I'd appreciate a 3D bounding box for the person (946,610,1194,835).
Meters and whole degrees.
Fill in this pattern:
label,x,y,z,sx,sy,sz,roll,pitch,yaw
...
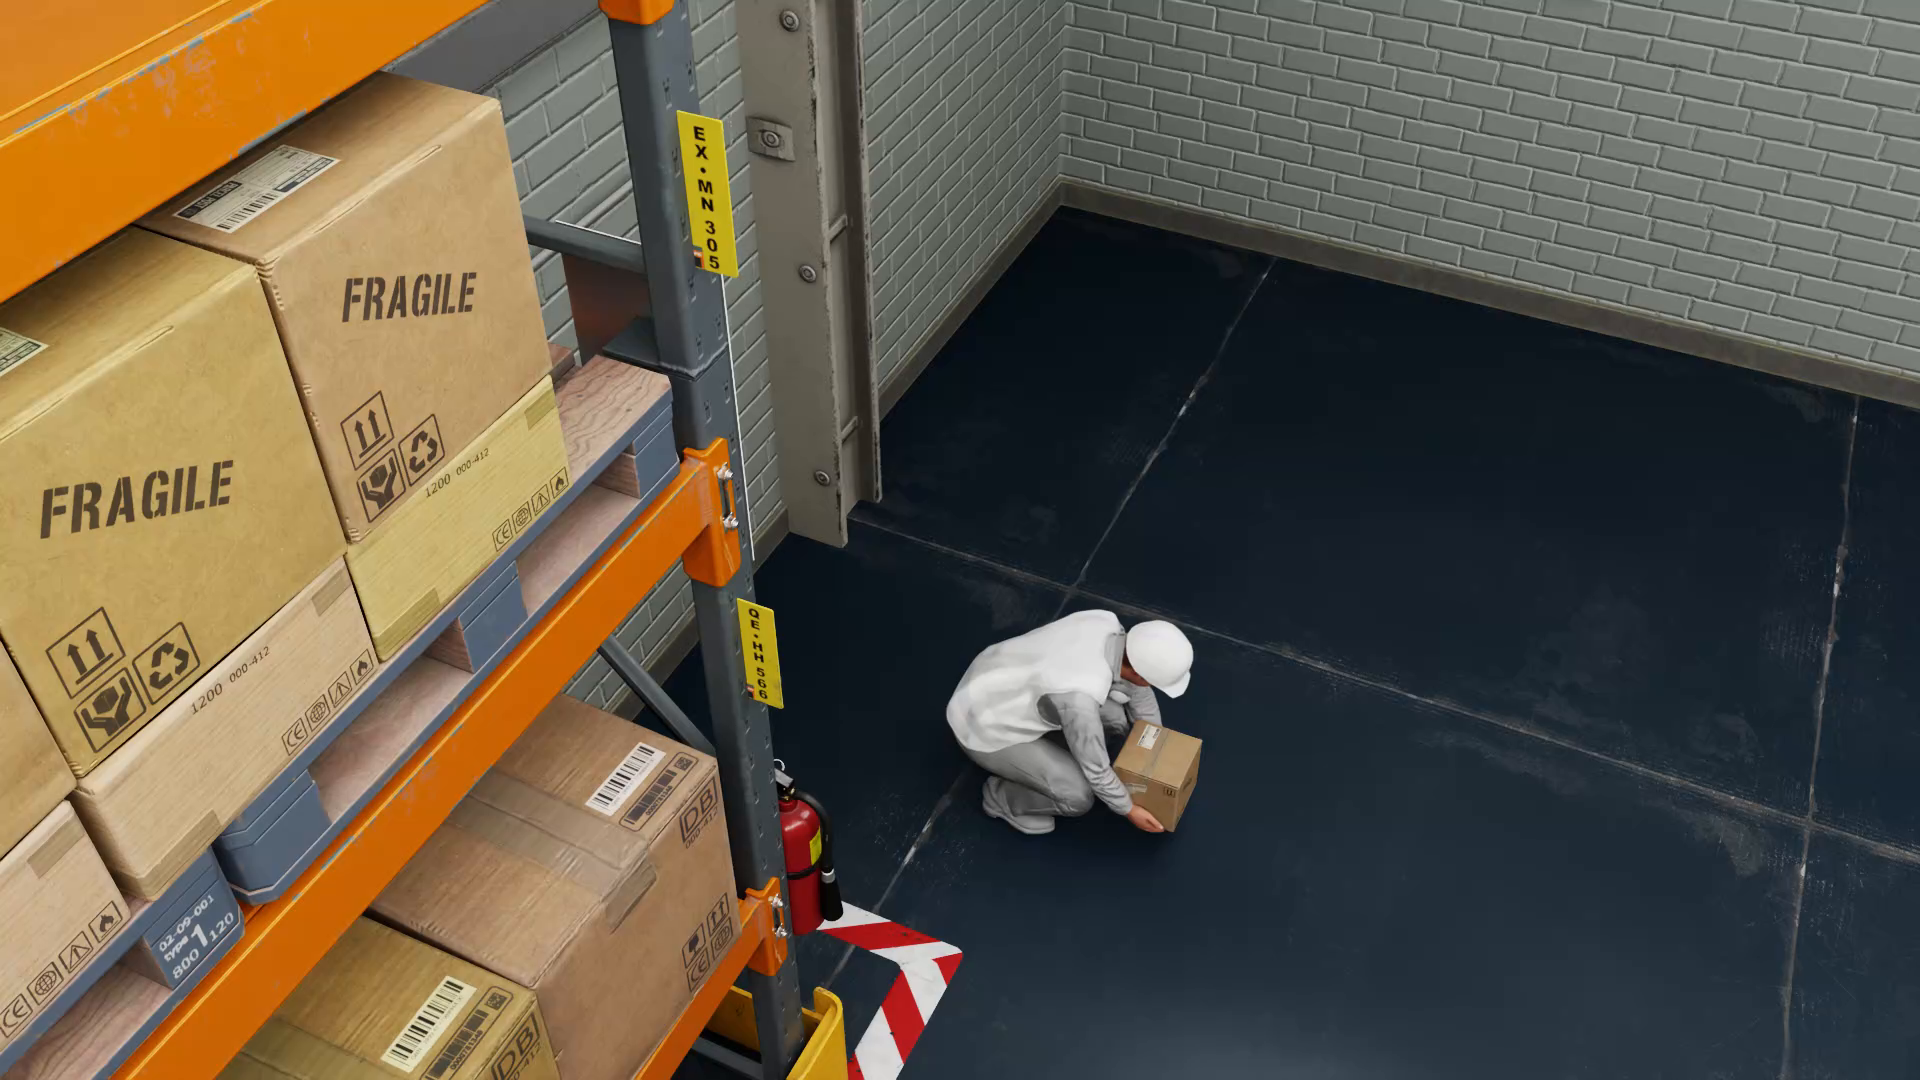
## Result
label,x,y,z,sx,sy,sz,roll,pitch,yaw
person,0.400,0.624,6.024,0.867,1.006,0.534,17,45,19
